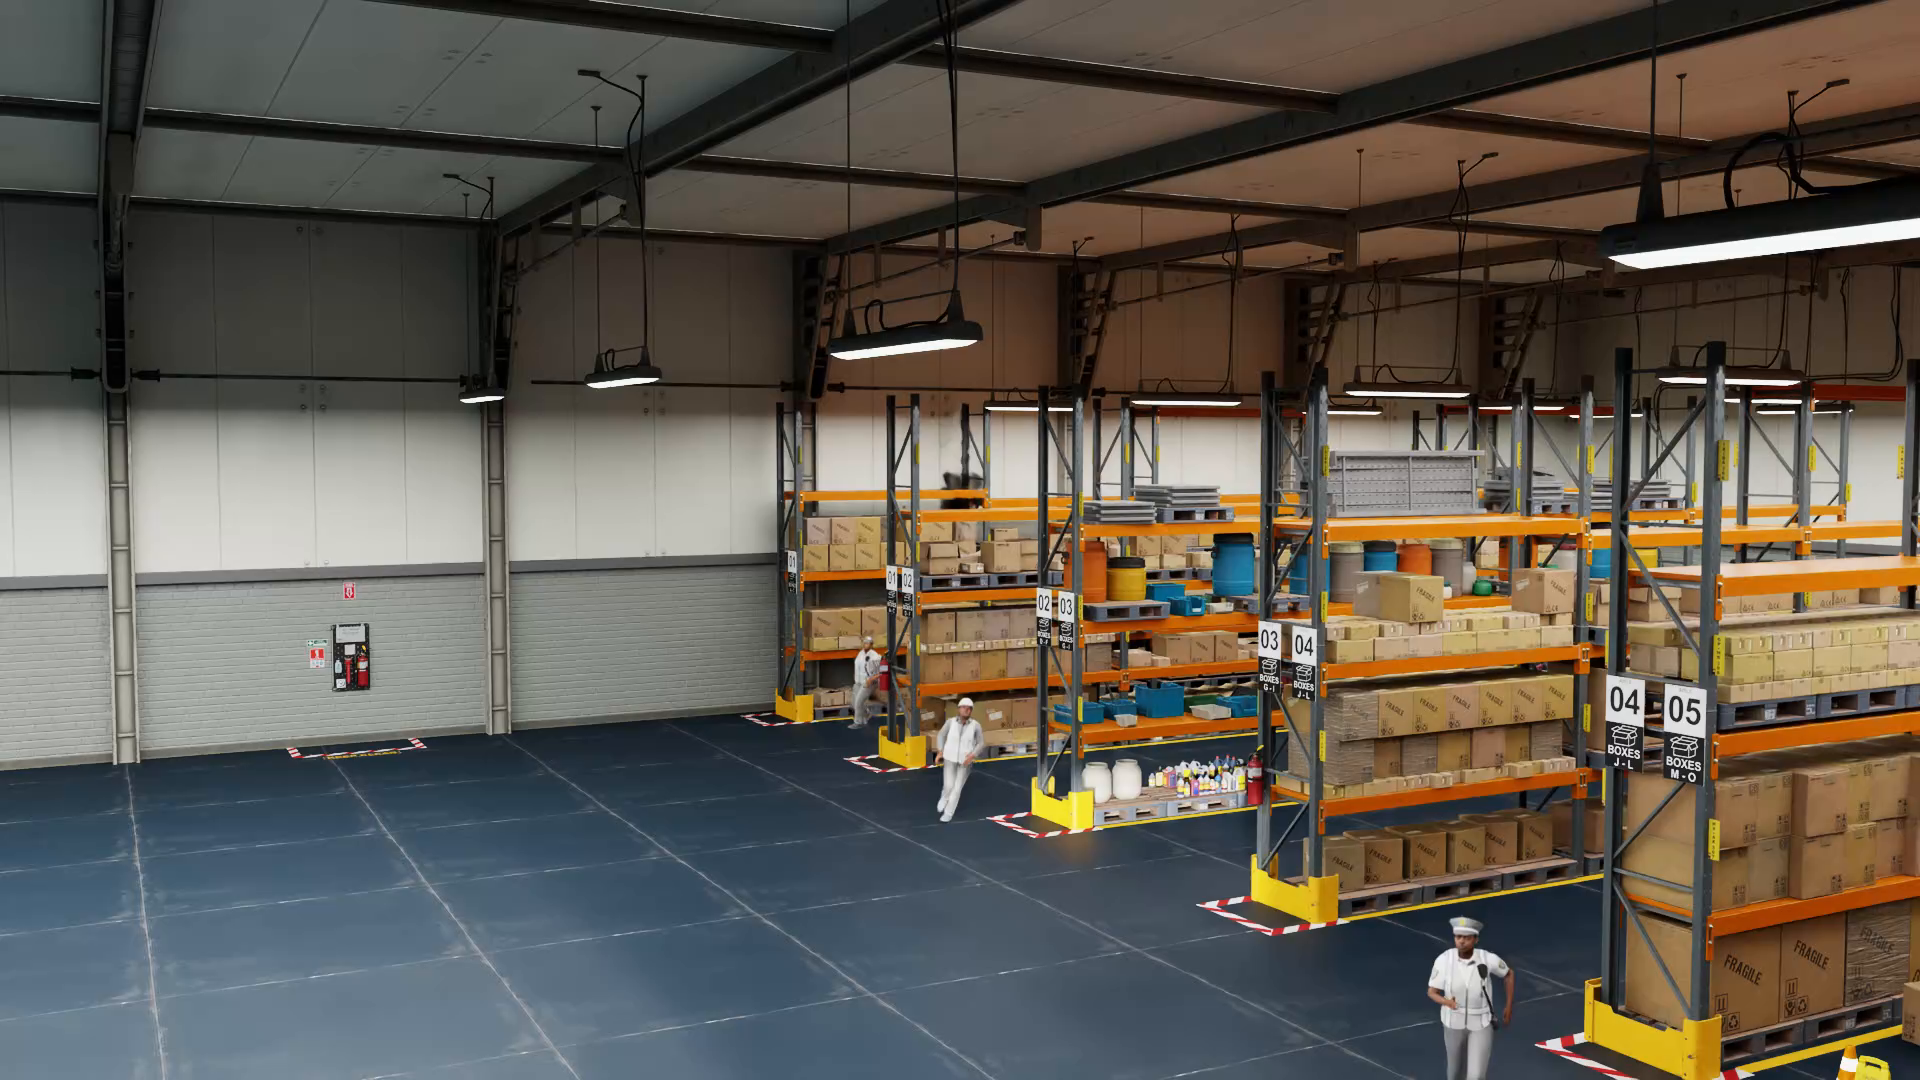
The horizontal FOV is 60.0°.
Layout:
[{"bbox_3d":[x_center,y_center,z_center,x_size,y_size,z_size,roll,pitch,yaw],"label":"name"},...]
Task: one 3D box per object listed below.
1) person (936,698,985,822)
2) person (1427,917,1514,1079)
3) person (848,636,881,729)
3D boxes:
[{"bbox_3d":[0.001,3.022,22.826,0.684,1.700,0.539,0,3,3],"label":"person"},{"bbox_3d":[3.784,3.624,12.334,0.587,1.745,0.890,1,4,25],"label":"person"},{"bbox_3d":[-1.605,2.462,28.667,0.635,1.616,0.569,3,4,38],"label":"person"}]
